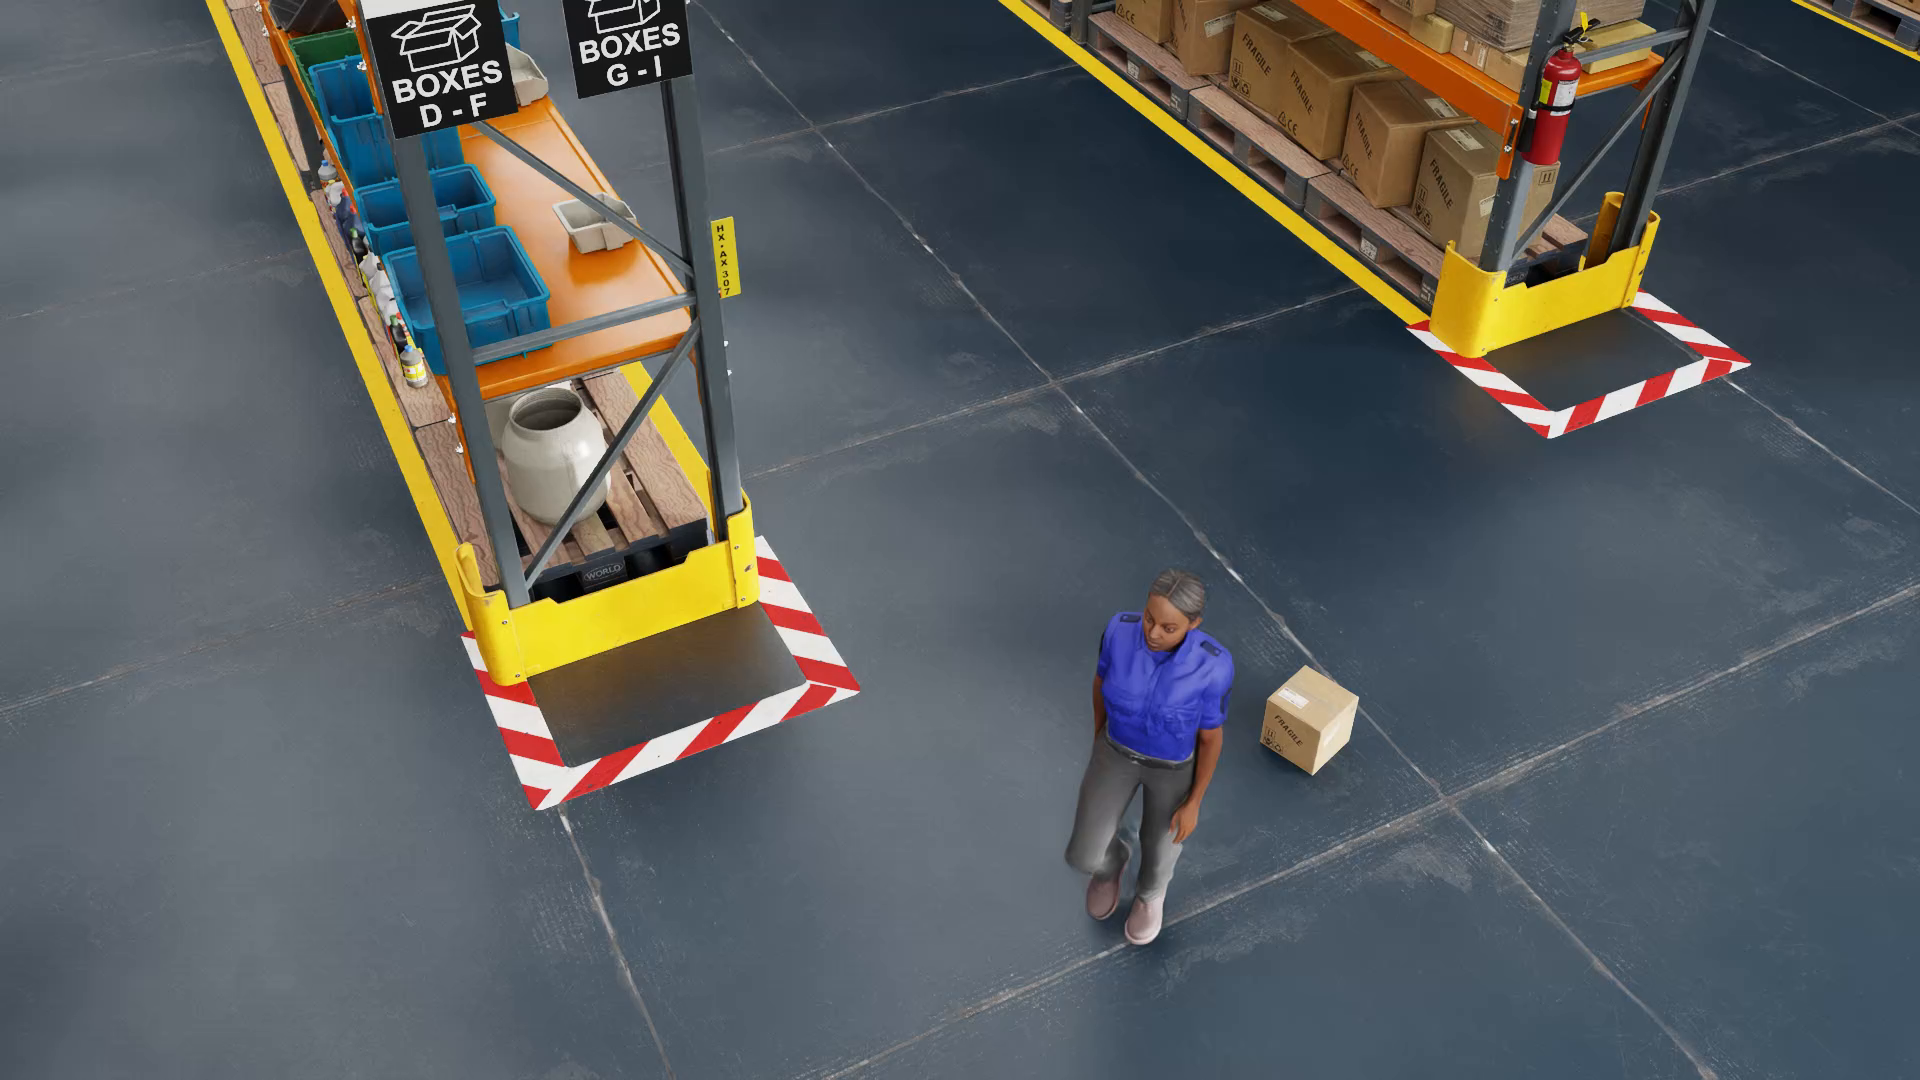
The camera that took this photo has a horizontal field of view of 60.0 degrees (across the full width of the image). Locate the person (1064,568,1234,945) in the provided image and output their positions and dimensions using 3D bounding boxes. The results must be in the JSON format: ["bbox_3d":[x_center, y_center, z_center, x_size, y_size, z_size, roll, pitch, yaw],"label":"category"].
[{"bbox_3d":[0.594,0.743,5.305,0.452,1.678,0.422,16,44,17],"label":"person"}]
